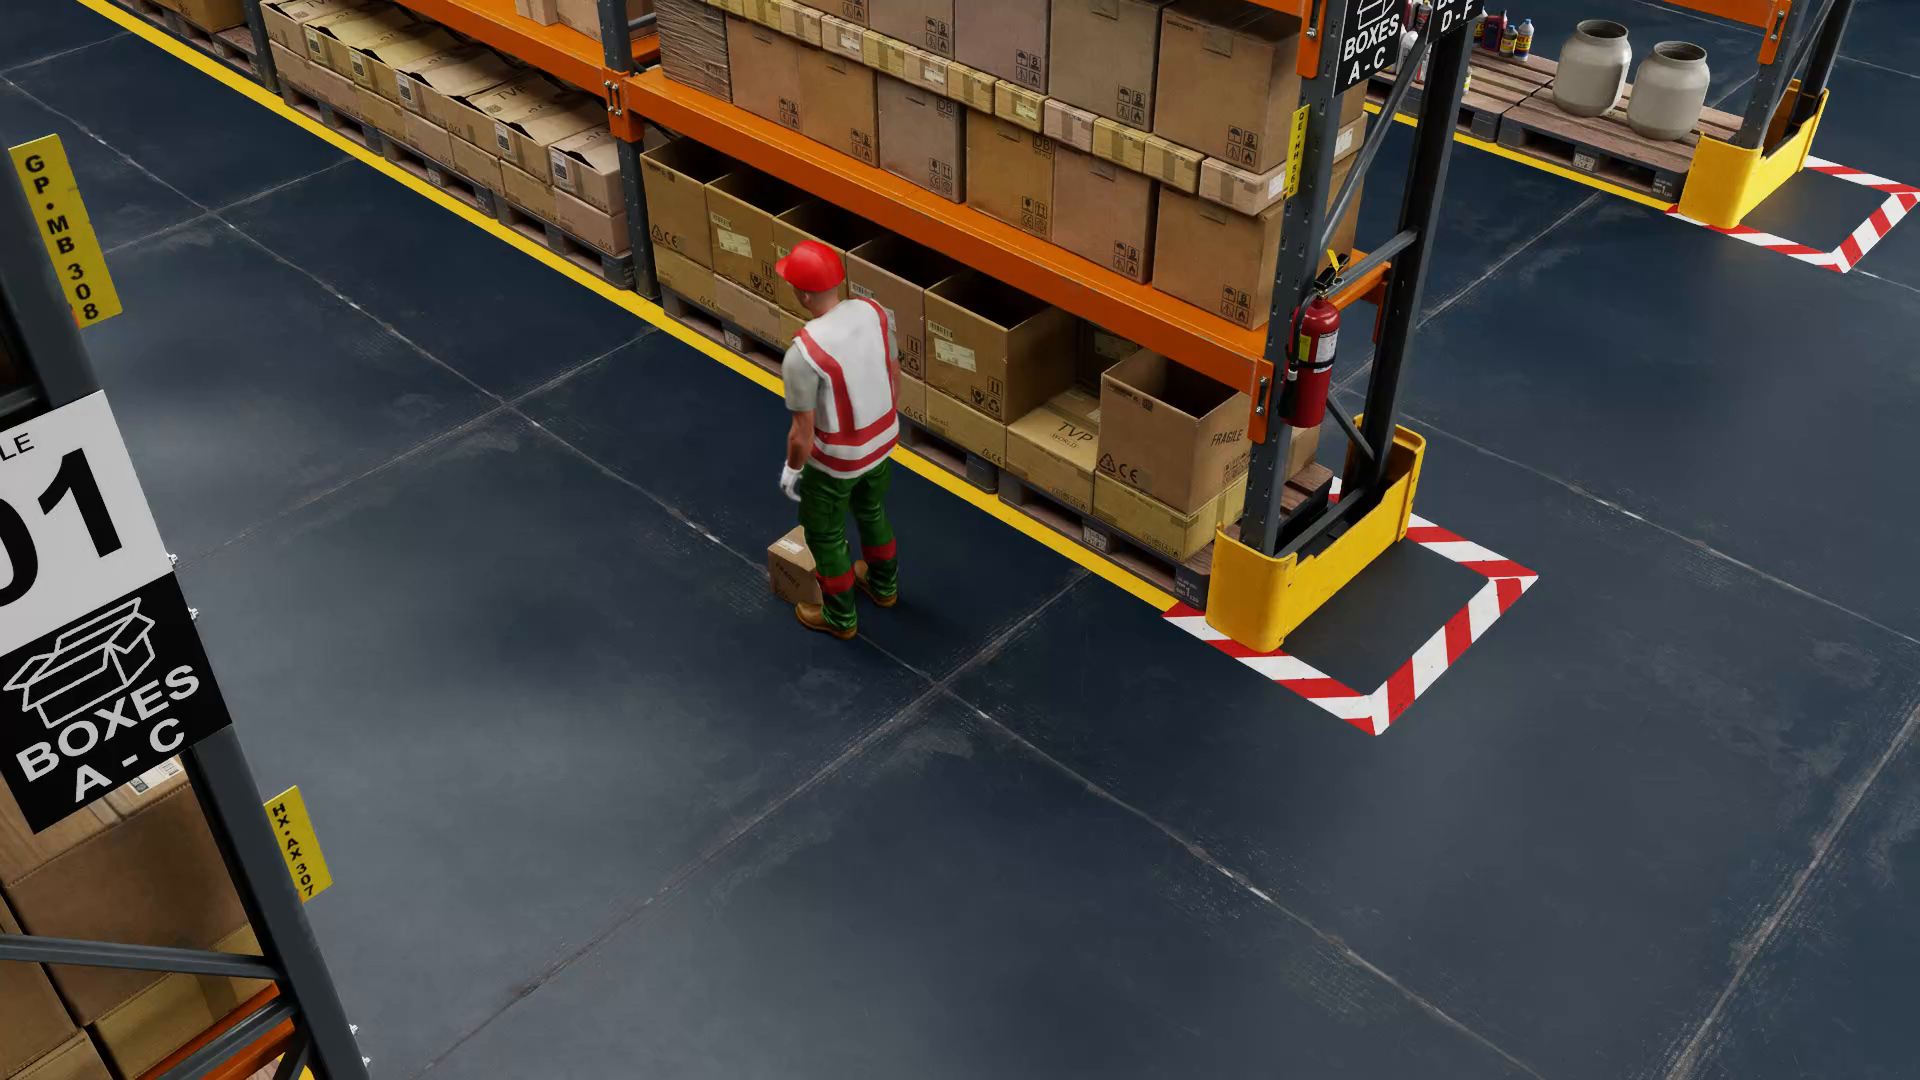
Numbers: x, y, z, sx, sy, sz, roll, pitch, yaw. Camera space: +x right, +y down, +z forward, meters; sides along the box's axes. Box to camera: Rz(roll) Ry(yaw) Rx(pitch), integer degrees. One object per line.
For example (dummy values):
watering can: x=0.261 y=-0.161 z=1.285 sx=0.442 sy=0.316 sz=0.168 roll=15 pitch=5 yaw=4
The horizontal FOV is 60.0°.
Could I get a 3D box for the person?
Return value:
person: x=-0.477 y=-0.378 z=6.610 sx=0.451 sy=1.778 sz=0.603 roll=29 pitch=47 yaw=31
